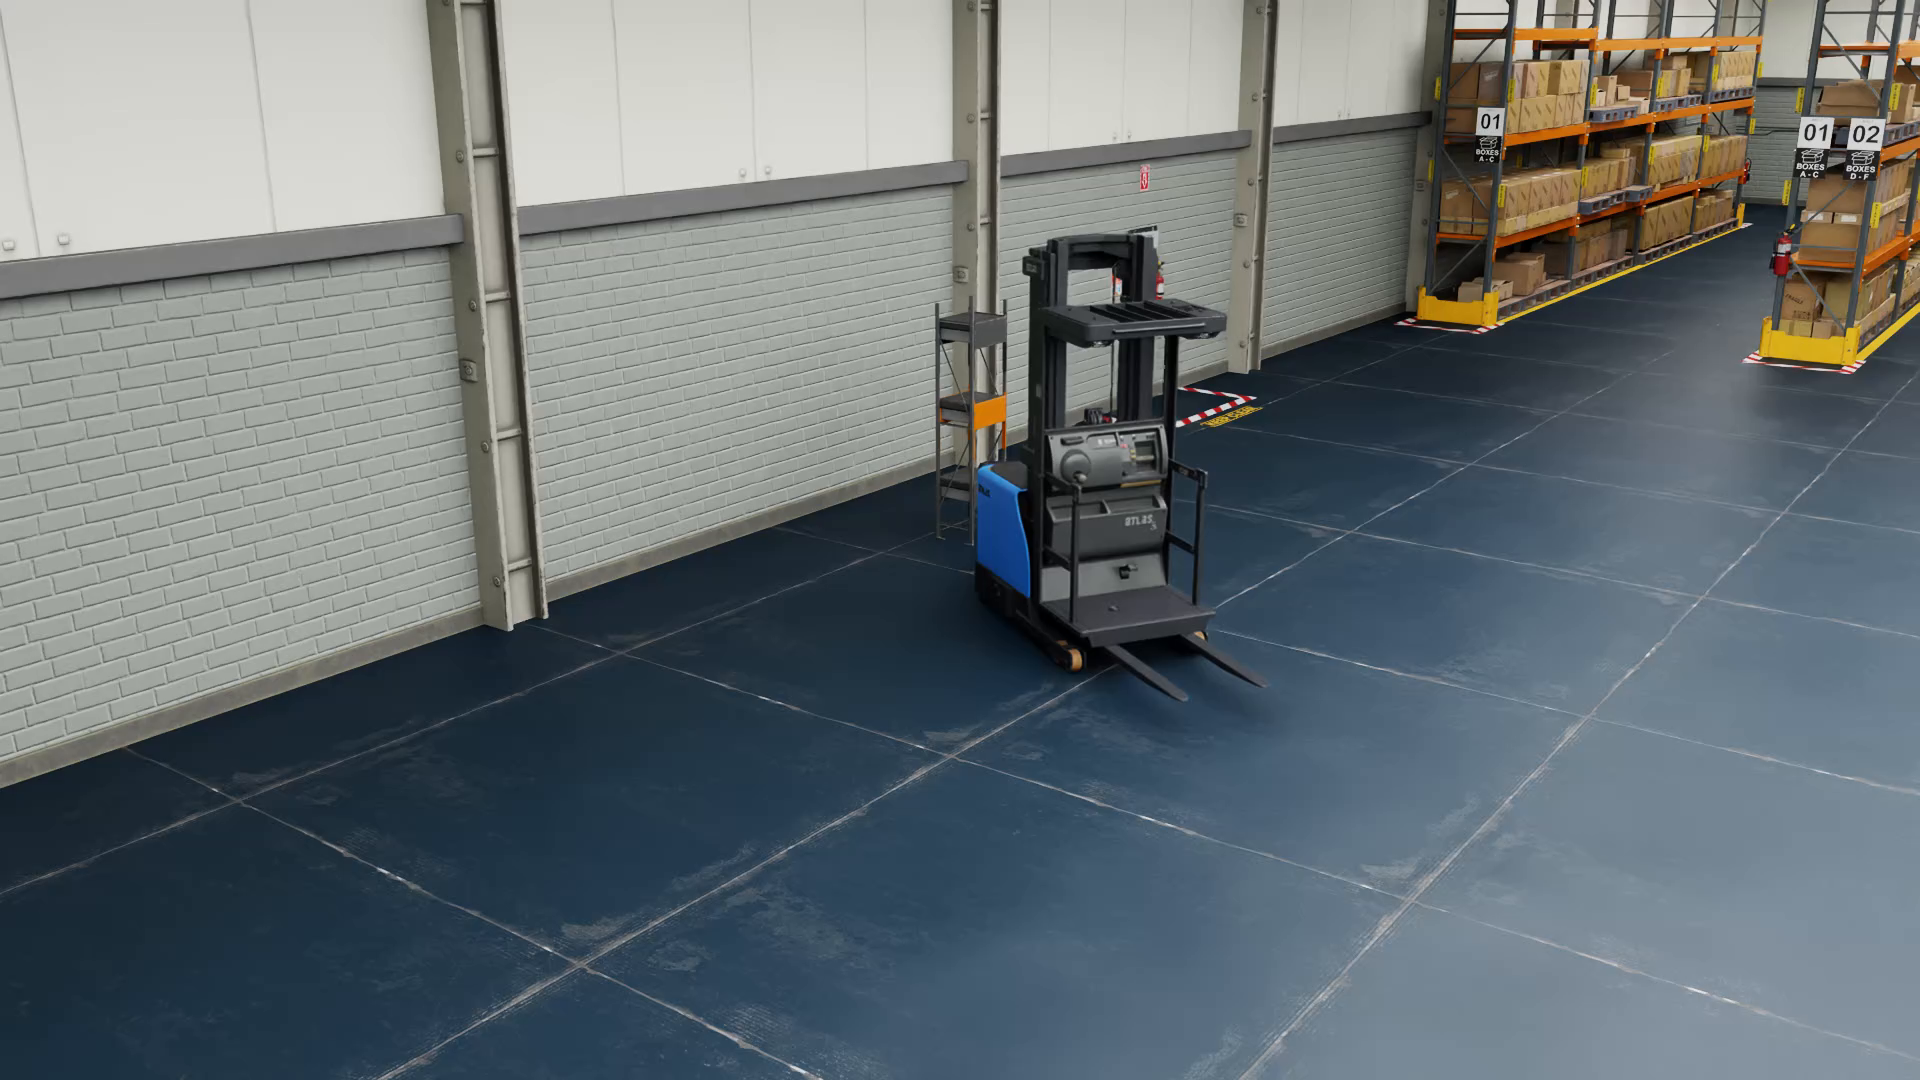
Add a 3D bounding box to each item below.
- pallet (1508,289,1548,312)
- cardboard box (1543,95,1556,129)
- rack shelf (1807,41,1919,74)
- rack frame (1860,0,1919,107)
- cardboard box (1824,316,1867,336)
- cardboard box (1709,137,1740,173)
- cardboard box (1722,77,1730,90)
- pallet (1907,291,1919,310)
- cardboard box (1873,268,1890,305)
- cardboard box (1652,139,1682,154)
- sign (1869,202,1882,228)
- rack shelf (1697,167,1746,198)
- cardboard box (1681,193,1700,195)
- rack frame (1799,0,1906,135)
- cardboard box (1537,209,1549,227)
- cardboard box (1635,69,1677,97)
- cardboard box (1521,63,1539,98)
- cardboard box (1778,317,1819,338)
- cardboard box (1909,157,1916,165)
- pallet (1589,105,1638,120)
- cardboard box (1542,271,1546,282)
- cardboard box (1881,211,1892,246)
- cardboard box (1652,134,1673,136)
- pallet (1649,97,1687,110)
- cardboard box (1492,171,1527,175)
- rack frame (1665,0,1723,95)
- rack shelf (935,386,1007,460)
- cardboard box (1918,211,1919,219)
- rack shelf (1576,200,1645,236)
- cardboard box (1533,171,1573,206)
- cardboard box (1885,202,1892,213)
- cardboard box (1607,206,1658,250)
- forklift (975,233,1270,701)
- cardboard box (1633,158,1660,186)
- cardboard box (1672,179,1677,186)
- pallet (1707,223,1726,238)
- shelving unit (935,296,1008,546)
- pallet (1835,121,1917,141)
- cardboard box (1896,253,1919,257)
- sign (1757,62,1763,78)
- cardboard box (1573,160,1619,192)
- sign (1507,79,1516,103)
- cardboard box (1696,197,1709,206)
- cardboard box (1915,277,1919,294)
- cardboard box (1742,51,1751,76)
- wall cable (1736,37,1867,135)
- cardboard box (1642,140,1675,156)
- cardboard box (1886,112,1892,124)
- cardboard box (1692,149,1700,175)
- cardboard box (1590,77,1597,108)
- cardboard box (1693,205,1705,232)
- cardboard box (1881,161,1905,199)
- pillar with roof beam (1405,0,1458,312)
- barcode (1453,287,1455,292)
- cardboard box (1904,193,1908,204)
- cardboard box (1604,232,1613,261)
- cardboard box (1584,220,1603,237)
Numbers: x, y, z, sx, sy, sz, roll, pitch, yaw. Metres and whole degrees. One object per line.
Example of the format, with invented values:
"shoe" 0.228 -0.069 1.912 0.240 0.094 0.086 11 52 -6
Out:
"pallet" 8.876 -3.949 27.104 1.003 0.211 1.213 12 21 35
"cardboard box" 8.948 -6.688 25.964 0.500 0.500 0.500 14 22 38
"rack shelf" 12.763 -6.718 23.092 1.077 0.370 4.000 12 21 35
"rack frame" 13.955 -7.729 24.460 1.000 3.000 0.127 12 21 35
"cardboard box" 12.365 -3.007 23.297 0.500 0.250 0.500 12 21 35
"cardboard box" 16.404 -8.441 36.363 0.980 0.700 0.700 12 21 34
"cardboard box" 15.679 -9.490 34.564 0.500 0.250 0.500 12 21 34
"pallet" 15.089 -4.007 27.290 1.003 0.211 1.213 12 21 35
"cardboard box" 13.252 -3.724 24.341 0.500 0.500 0.500 12 21 35
"cardboard box" 13.749 -7.682 32.455 0.500 0.250 0.500 12 21 34
"sign" 12.014 -4.263 21.821 0.100 0.325 0.005 12 21 35
"rack shelf" 15.933 -7.777 35.942 1.077 0.370 4.000 12 21 35
"cardboard box" 15.796 -7.432 36.030 0.380 0.149 0.250 12 21 34
"rack frame" 11.571 -6.776 21.392 1.000 3.000 0.127 12 21 35
"cardboard box" 9.046 -5.150 26.490 0.500 0.250 0.500 13 21 35
"cardboard box" 13.499 -8.892 32.352 0.700 0.500 0.500 12 21 35
"cardboard box" 8.355 -6.913 25.000 0.500 0.500 0.500 12 21 34
"cardboard box" 11.654 -2.979 23.206 0.500 0.250 0.500 12 21 35
"cardboard box" 17.901 -6.770 30.608 0.500 0.500 0.700 -16 23 -42
"pallet" 11.043 -7.457 28.958 1.213 0.211 1.003 12 21 35
"cardboard box" 9.679 -4.463 28.093 0.380 0.166 0.250 9 20 28
"cardboard box" 13.084 -4.559 24.200 0.700 0.500 0.500 13 21 35
"cardboard box" 14.258 -8.138 33.923 0.500 0.250 0.500 13 22 36
"pallet" 13.362 -8.463 32.200 1.003 0.211 1.213 14 22 37
"cardboard box" 8.914 -5.719 27.058 0.500 0.500 0.500 13 22 36
"rack frame" 14.741 -10.509 33.411 1.000 3.000 0.127 12 21 35
"rack shelf" 0.099 -1.029 14.563 0.431 0.518 0.480 12 21 35
"cardboard box" 15.623 -5.383 27.444 0.380 0.149 0.250 14 22 39
"rack shelf" 11.166 -5.871 29.806 1.077 0.370 4.000 12 21 35
"cardboard box" 9.648 -5.747 27.149 0.500 0.500 0.500 12 21 34
"cardboard box" 13.051 -4.753 23.729 0.380 0.149 0.250 13 22 36
"cardboard box" 12.901 -6.017 31.979 0.750 0.750 0.750 12 21 34
"forklift" 1.150 -0.608 11.761 1.130 2.935 3.031 -7 19 -21
"cardboard box" 12.852 -6.961 31.398 0.500 0.500 0.500 13 22 36
"cardboard box" 13.975 -7.108 32.965 0.380 0.149 0.250 12 21 33
"pallet" 15.983 -6.771 36.193 1.003 0.211 1.213 12 21 35
"shelving unit" 0.099 -1.042 14.559 0.431 2.100 0.503 12 21 35
"pallet" 12.740 -5.757 23.317 1.003 0.211 1.213 12 21 35
"cardboard box" 15.616 -4.559 27.350 0.500 0.311 0.500 12 21 34
"sign" 17.552 -10.315 36.485 0.100 0.325 0.005 12 21 35
"cardboard box" 11.361 -6.535 29.819 0.700 0.500 0.500 12 21 35
"sign" 8.027 -6.540 24.214 0.100 0.325 0.005 12 21 35
"cardboard box" 15.619 -7.170 35.187 0.380 0.149 0.250 13 22 37
"cardboard box" 15.310 -4.170 27.043 0.500 0.250 0.500 13 21 36
"cardboard box" 16.600 -10.224 35.664 0.500 0.500 0.500 13 22 36
"wall cable" 20.781 -11.263 41.074 3.097 2.526 0.112 12 21 35
"cardboard box" 13.449 -7.559 32.060 0.500 0.250 0.500 13 21 35
"cardboard box" 12.414 -5.740 22.593 0.380 0.149 0.250 12 21 35
"cardboard box" 14.668 -7.689 33.742 0.500 0.500 0.500 12 21 34
"cardboard box" 10.364 -7.535 28.017 0.500 0.500 0.500 16 24 42
"cardboard box" 15.269 -6.811 35.125 0.700 0.500 0.500 13 21 35
"cardboard box" 13.395 -5.304 24.410 0.700 0.500 0.500 12 21 35
"pillar with roof beam" 10.771 -7.210 22.787 9.100 9.000 0.400 12 21 35
"barcode" 7.765 -3.940 26.150 0.001 0.075 0.075 12 21 35
"cardboard box" 13.965 -5.119 24.908 0.380 0.149 0.250 12 21 35
"cardboard box" 11.570 -5.425 30.628 0.700 0.500 0.500 12 21 35
"cardboard box" 11.278 -5.637 30.047 0.500 0.250 0.500 12 21 34
